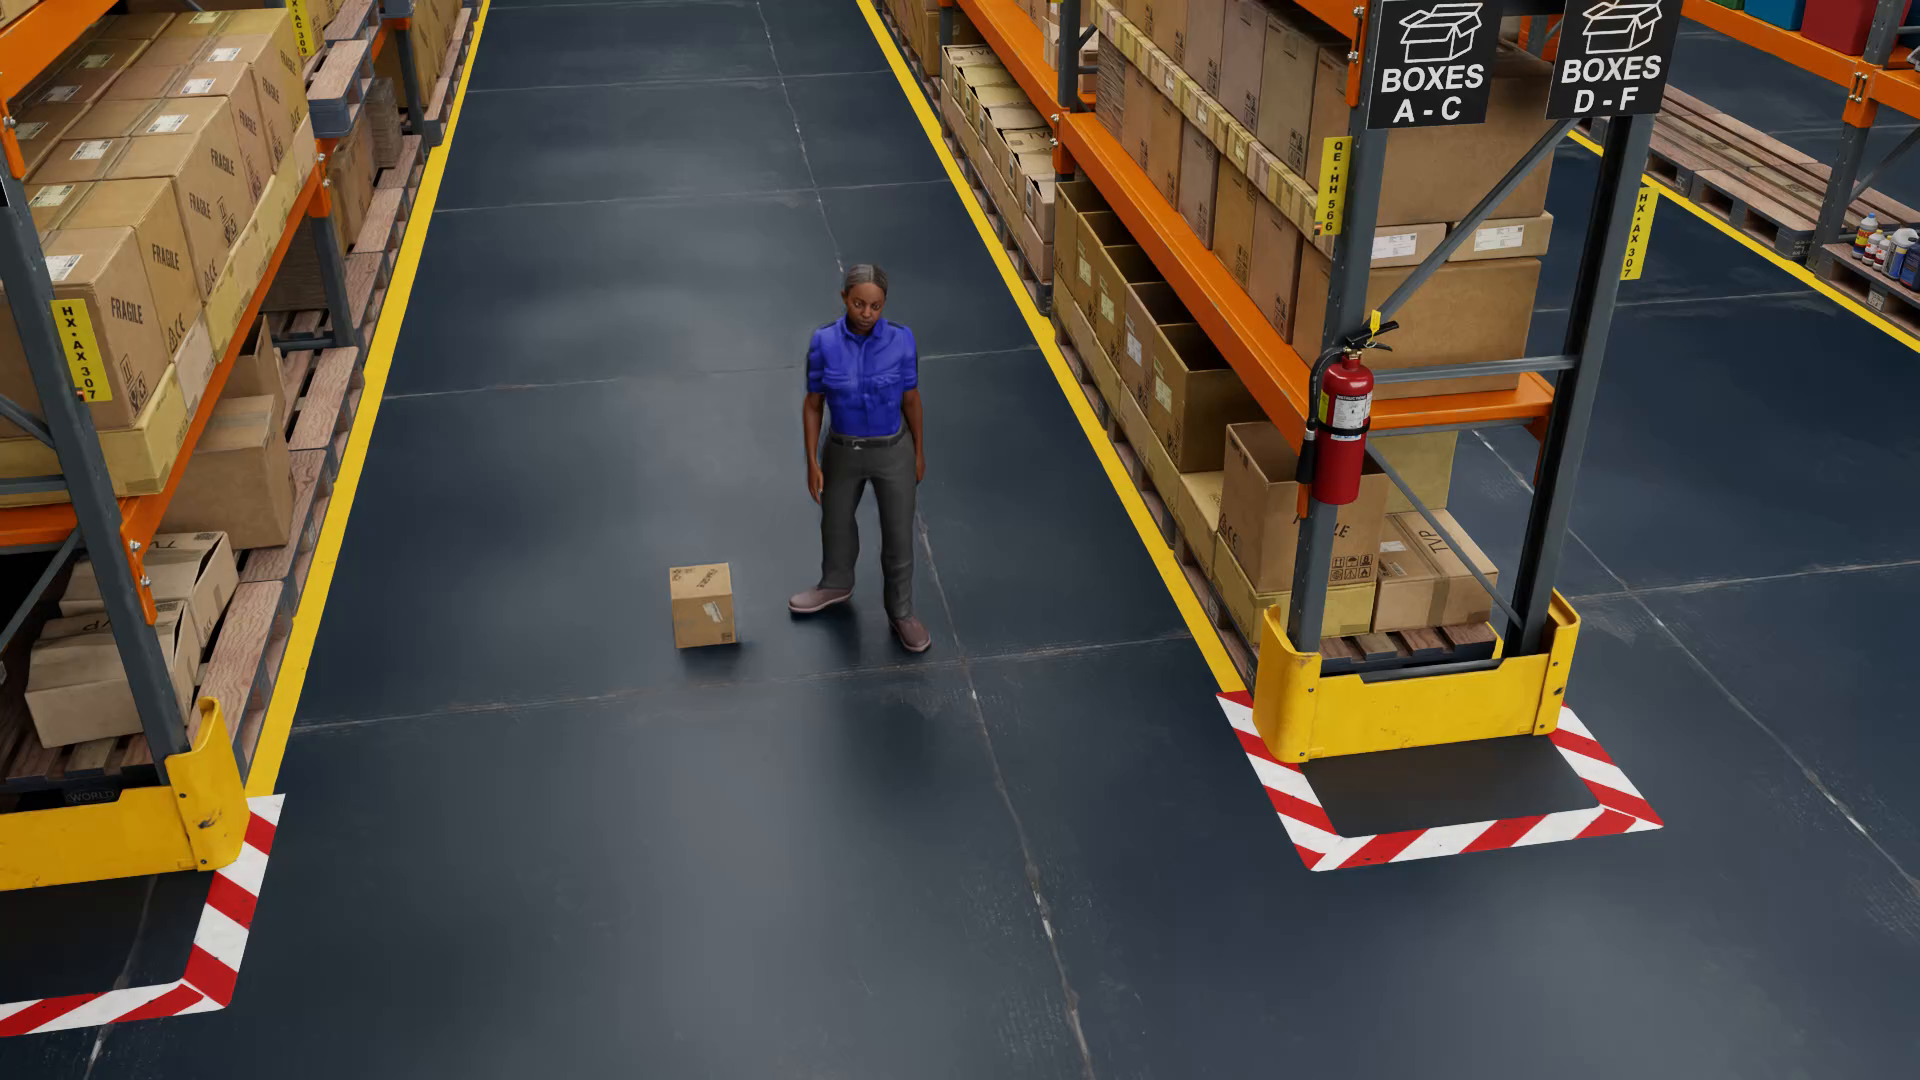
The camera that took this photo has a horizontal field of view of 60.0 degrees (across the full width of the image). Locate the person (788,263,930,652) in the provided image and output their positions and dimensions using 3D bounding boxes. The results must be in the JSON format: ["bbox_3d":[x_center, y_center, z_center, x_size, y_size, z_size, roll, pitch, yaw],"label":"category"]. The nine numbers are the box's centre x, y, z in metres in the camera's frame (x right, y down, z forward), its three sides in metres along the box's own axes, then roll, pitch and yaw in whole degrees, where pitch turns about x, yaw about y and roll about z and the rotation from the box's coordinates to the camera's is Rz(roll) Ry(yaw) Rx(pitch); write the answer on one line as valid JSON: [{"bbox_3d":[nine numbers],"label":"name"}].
[{"bbox_3d":[-0.431,-0.347,6.707,0.640,1.663,0.440,3,31,4],"label":"person"}]
